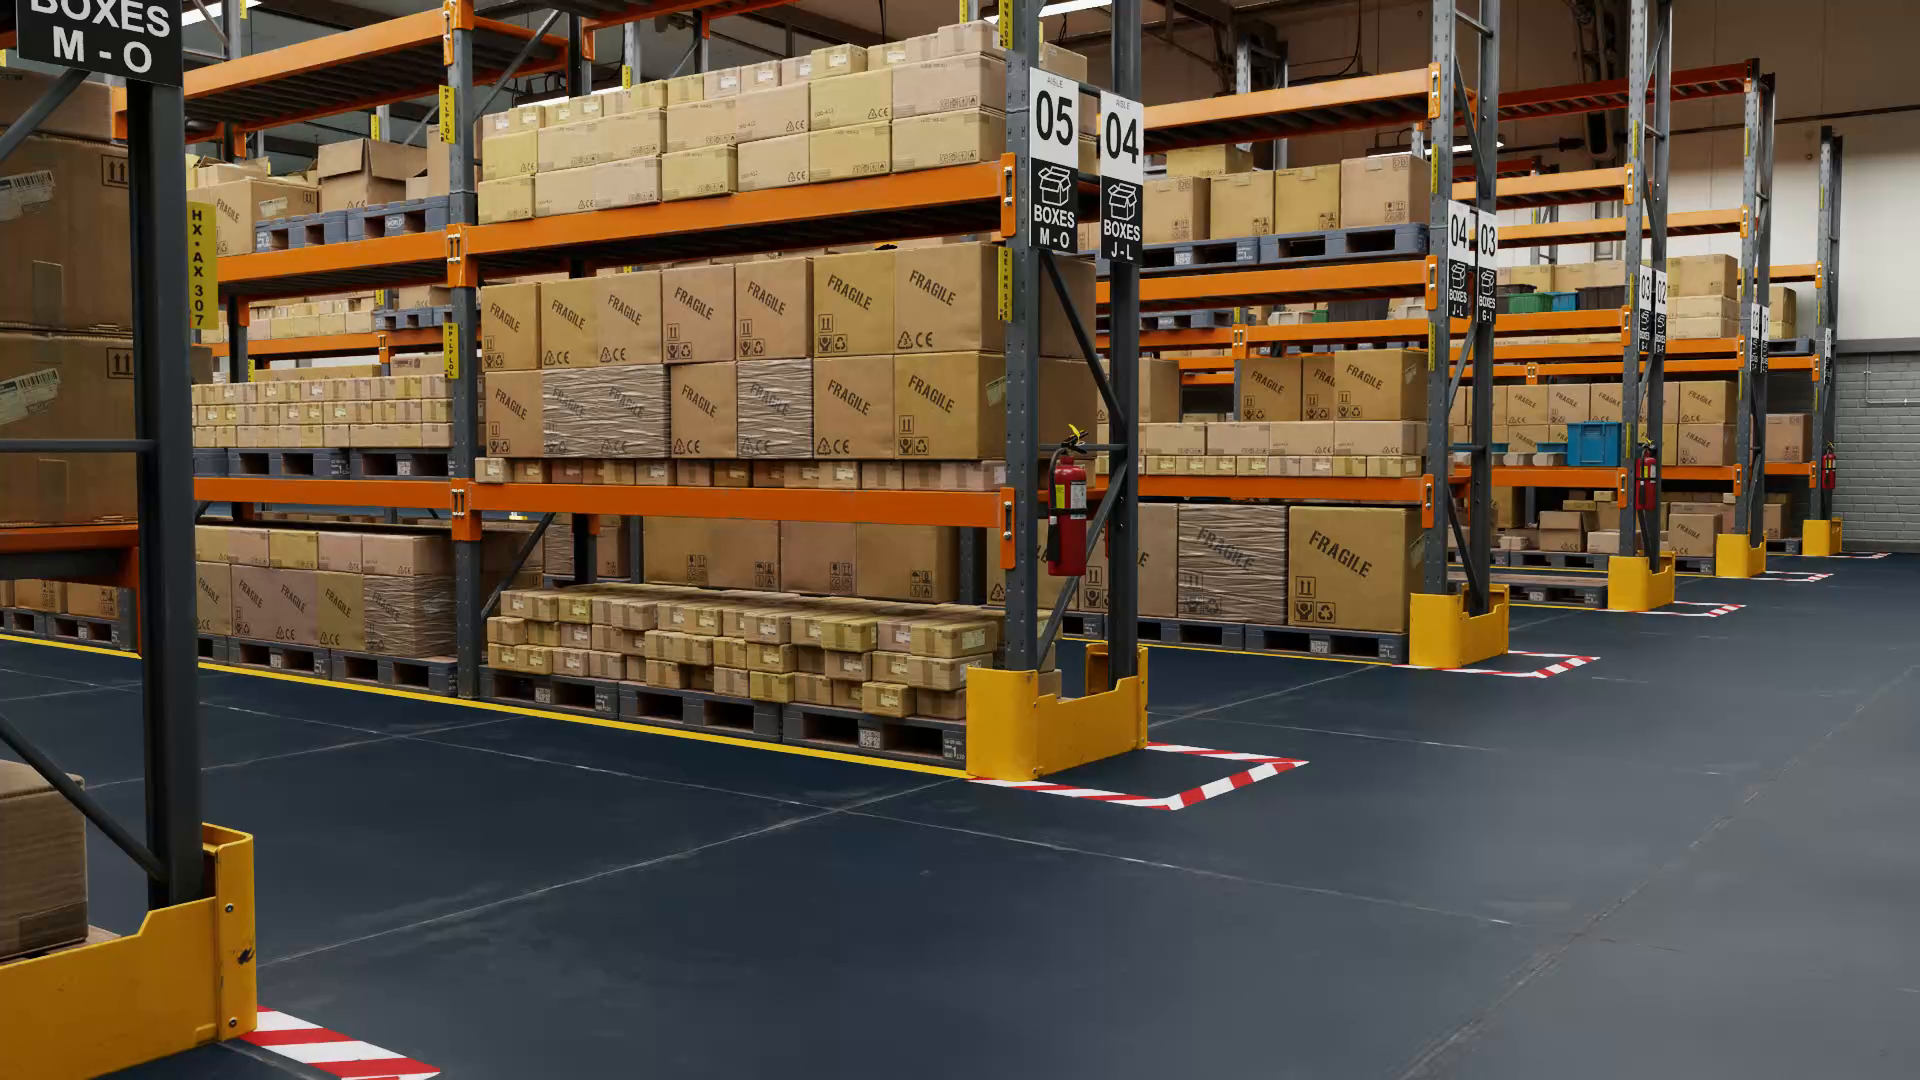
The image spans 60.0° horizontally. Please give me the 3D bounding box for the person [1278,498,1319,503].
[{"bbox_3d":[2.840,-0.179,14.384,0.837,1.794,0.605,2,4,37],"label":"person"}]
